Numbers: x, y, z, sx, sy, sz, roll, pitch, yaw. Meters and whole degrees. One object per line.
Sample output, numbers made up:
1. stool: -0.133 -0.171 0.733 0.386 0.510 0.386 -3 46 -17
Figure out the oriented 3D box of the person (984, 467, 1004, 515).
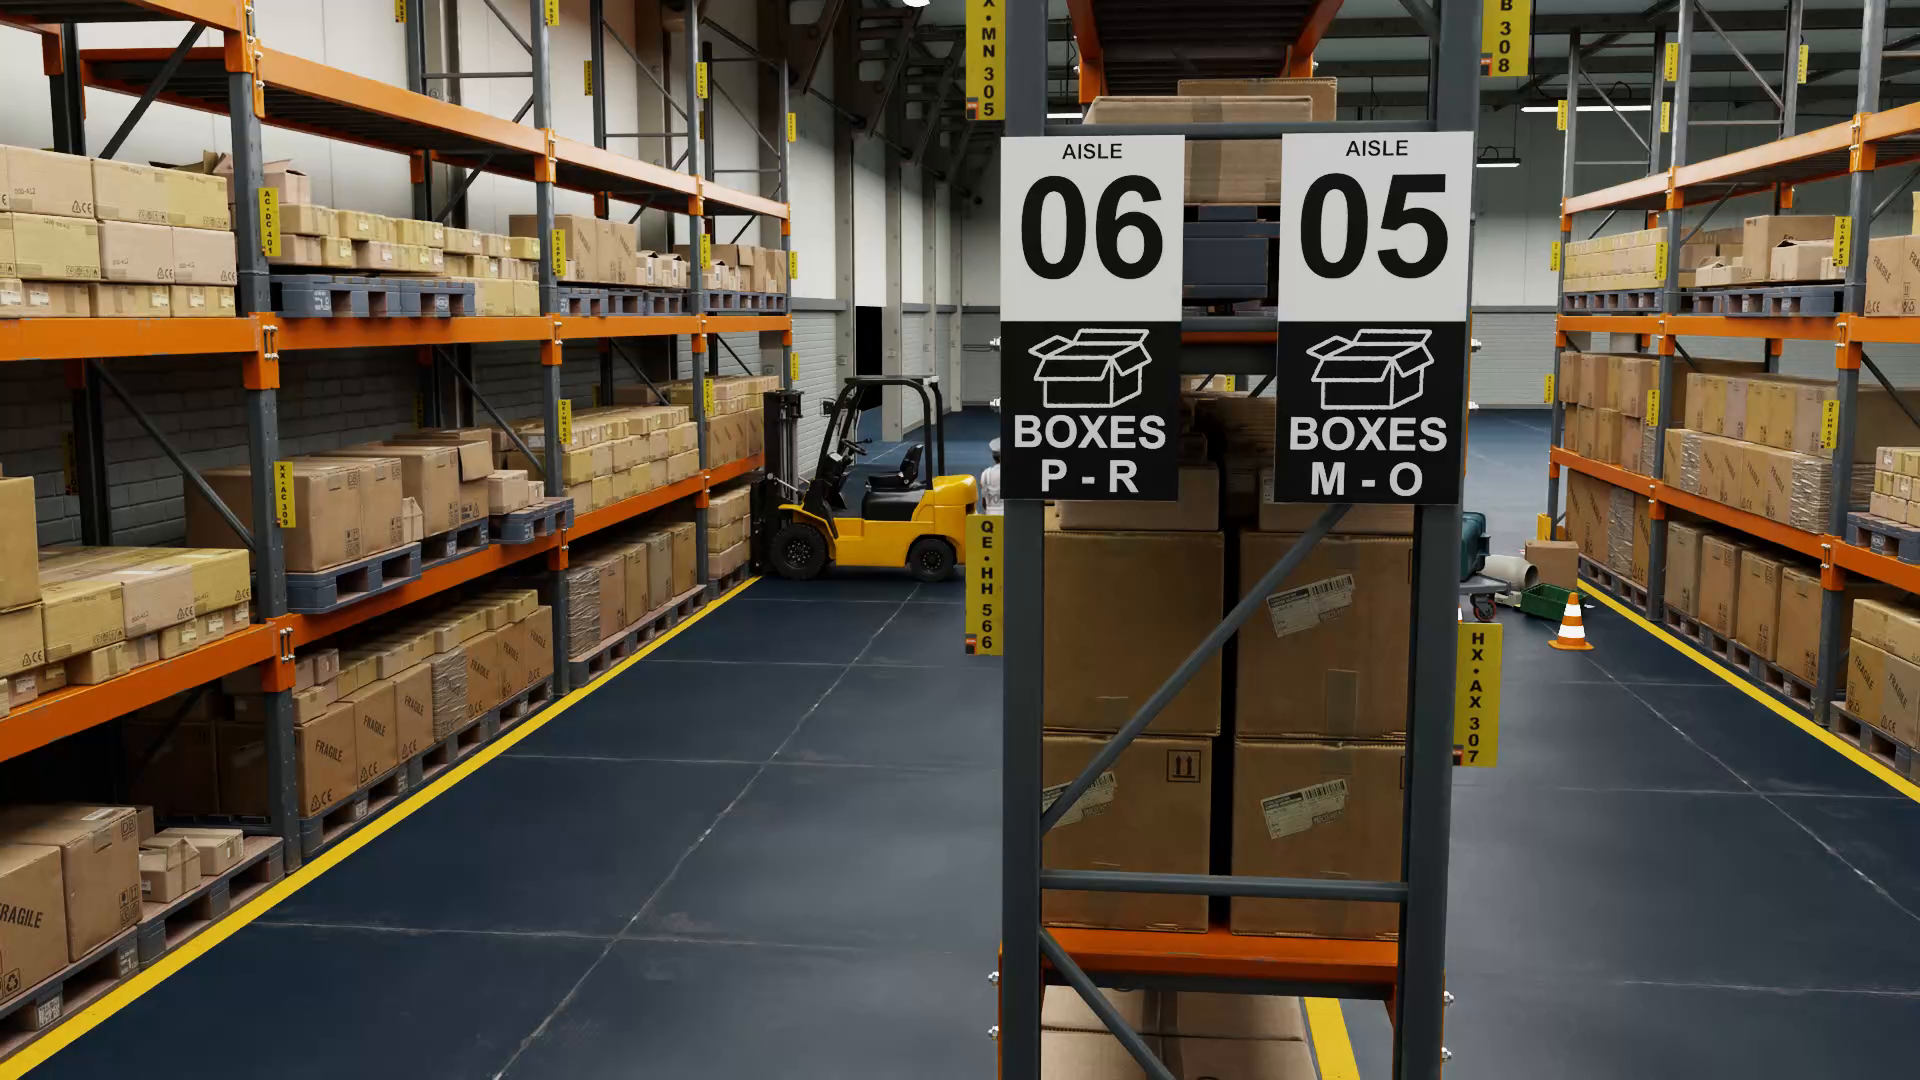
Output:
1. person: 0.419 -0.022 15.612 0.391 1.347 0.327 1 8 7
